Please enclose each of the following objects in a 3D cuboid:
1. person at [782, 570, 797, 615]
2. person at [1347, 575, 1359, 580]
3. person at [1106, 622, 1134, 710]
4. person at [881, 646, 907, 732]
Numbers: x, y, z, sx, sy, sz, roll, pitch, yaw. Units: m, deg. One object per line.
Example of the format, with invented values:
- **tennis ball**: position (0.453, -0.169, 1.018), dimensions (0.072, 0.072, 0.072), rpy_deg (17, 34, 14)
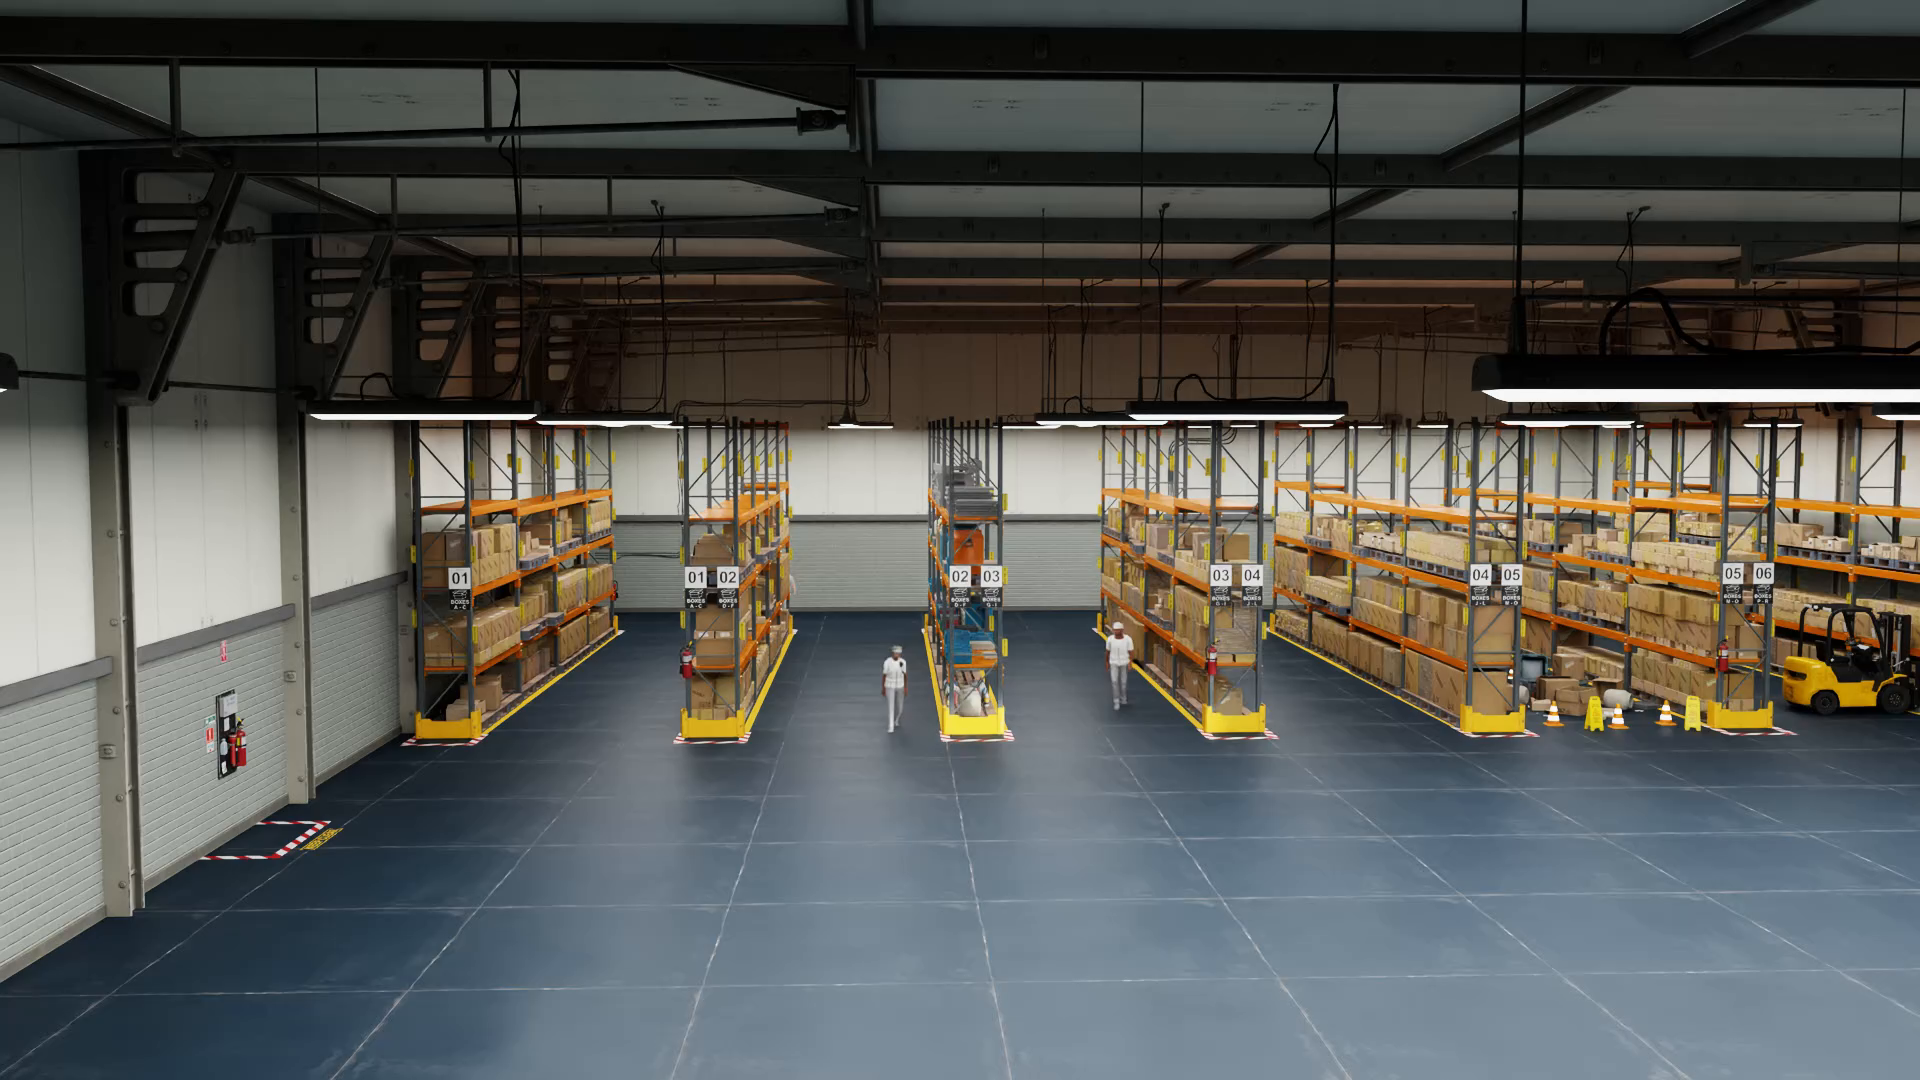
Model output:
- **person**: position (-5.280, 1.571, 50.567), dimensions (0.467, 1.551, 0.950), rpy_deg (-2, 4, -30)
- **person**: position (11.773, 1.632, 49.738), dimensions (0.964, 1.689, 0.540), rpy_deg (-1, 4, -8)
- **person**: position (3.314, 2.605, 34.549), dimensions (0.595, 1.794, 0.774), rpy_deg (1, 4, 8)
- **person**: position (-1.267, 2.825, 31.867), dimensions (0.468, 1.632, 0.838), rpy_deg (-1, 4, -18)
